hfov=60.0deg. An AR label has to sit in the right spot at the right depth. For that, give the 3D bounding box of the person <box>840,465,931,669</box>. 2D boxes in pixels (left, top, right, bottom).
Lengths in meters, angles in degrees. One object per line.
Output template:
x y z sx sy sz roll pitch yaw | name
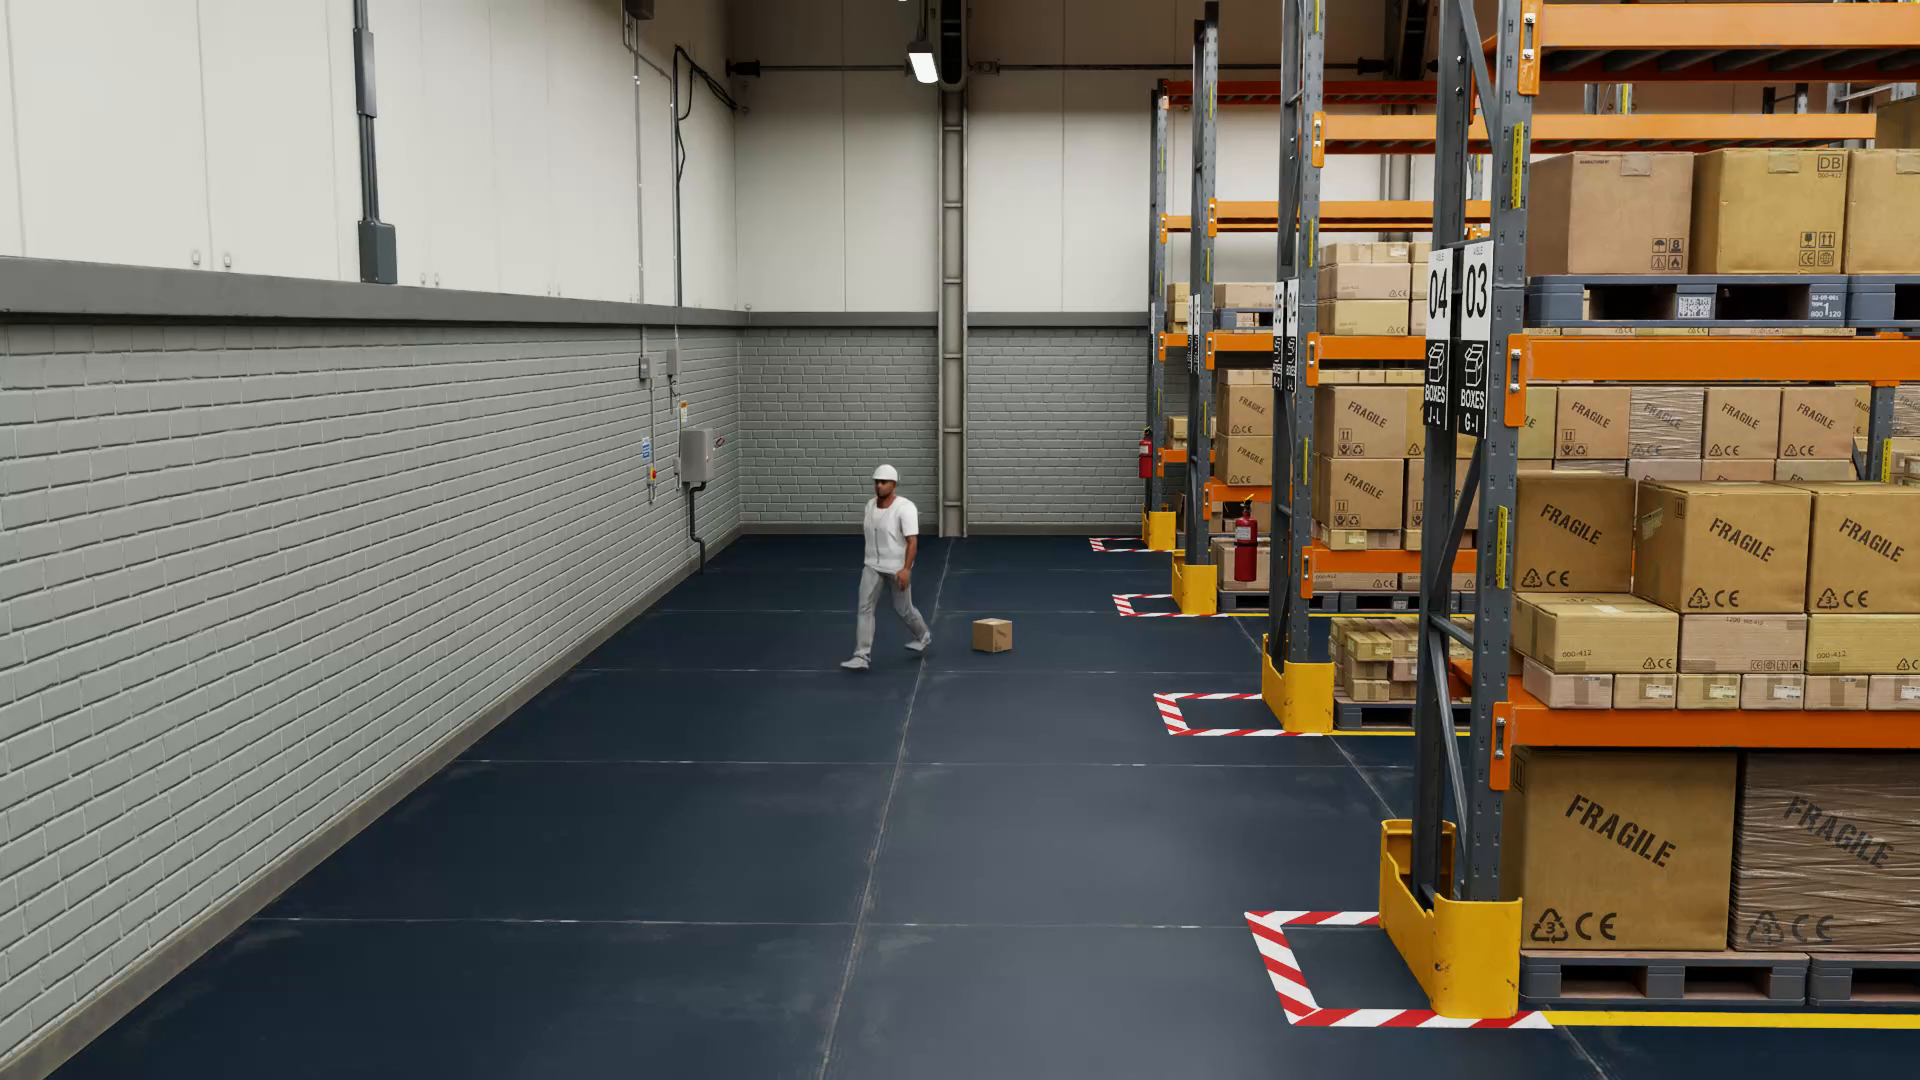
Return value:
-0.597 0.217 14.066 0.600 1.712 1.095 4 8 31 | person
